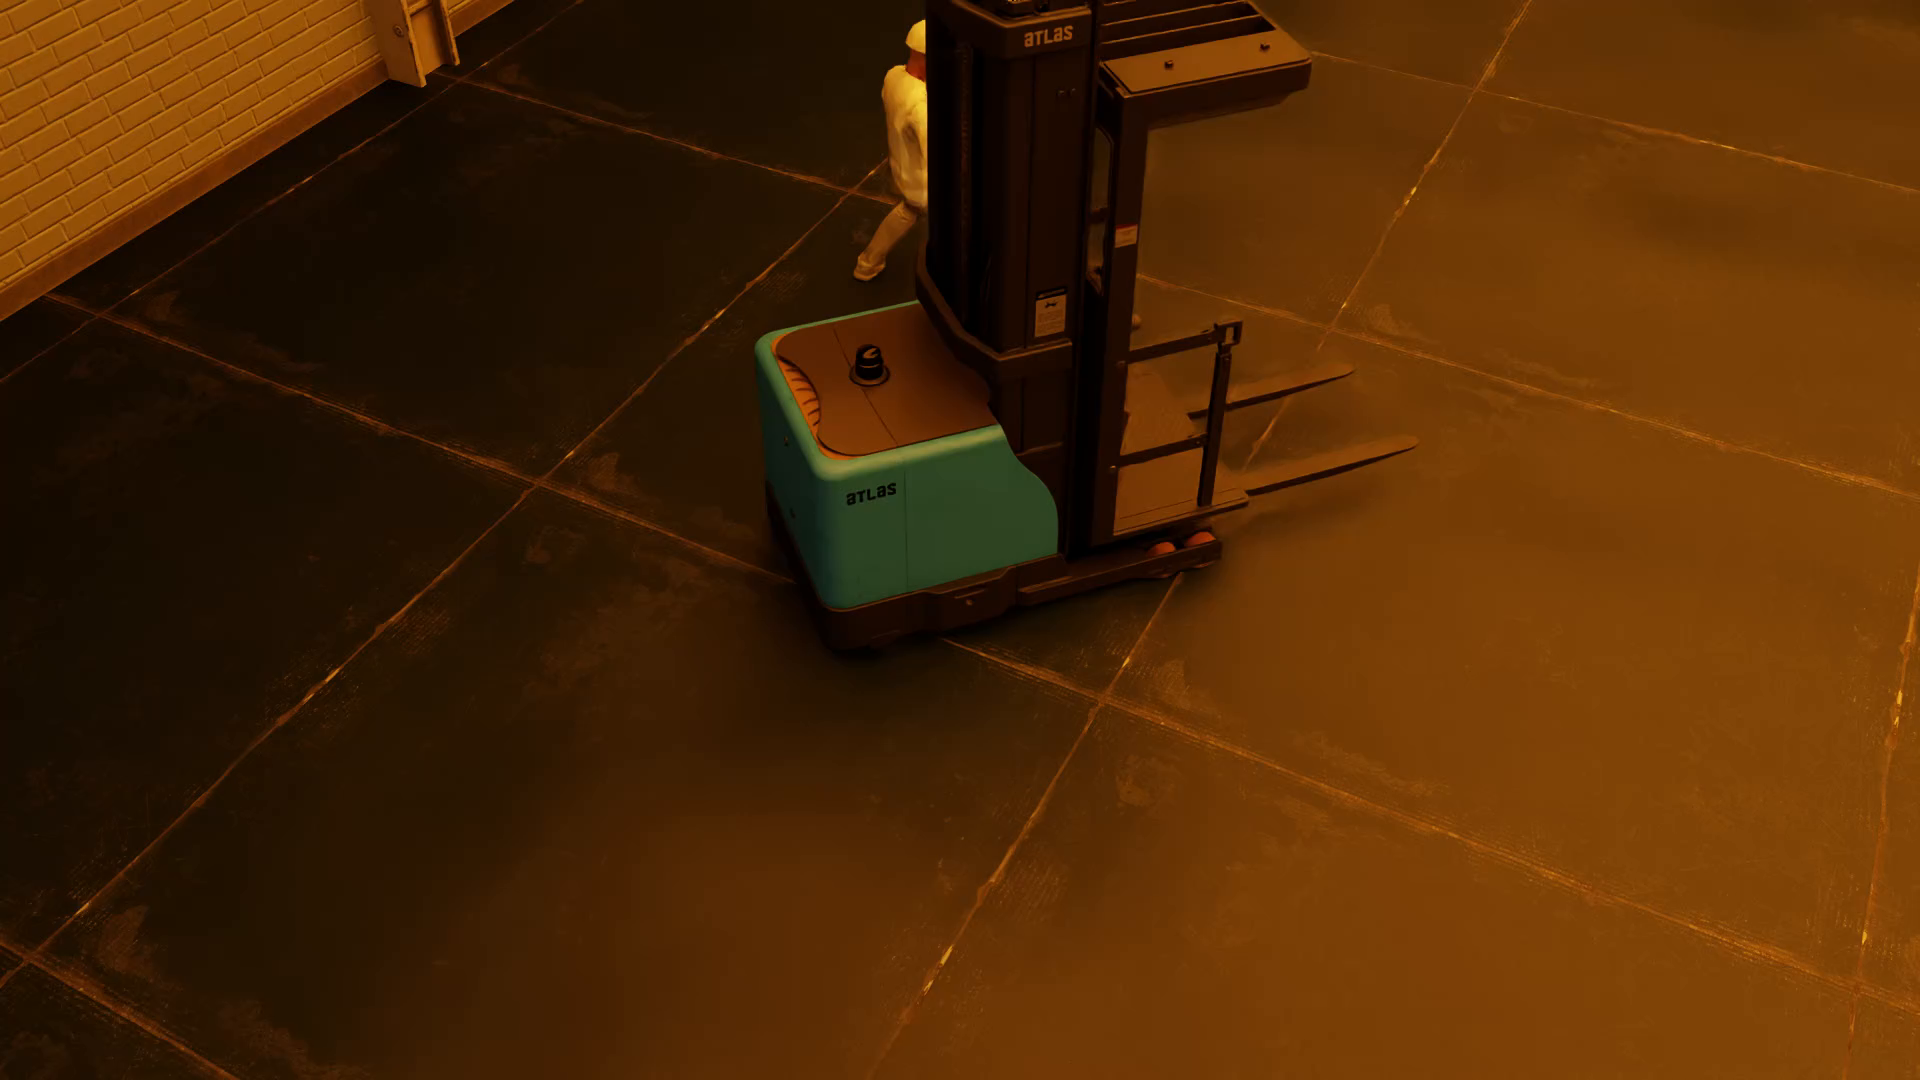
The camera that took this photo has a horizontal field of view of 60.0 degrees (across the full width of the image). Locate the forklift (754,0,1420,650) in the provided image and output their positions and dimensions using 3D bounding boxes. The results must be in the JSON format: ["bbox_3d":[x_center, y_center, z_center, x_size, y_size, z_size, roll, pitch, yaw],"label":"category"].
[{"bbox_3d":[0.670,-1.219,6.948,3.031,2.935,1.130,-14,45,-15],"label":"forklift"}]

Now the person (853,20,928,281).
[{"bbox_3d":[-0.133,-1.978,8.764,0.825,1.643,1.021,-14,45,-14],"label":"person"}]
